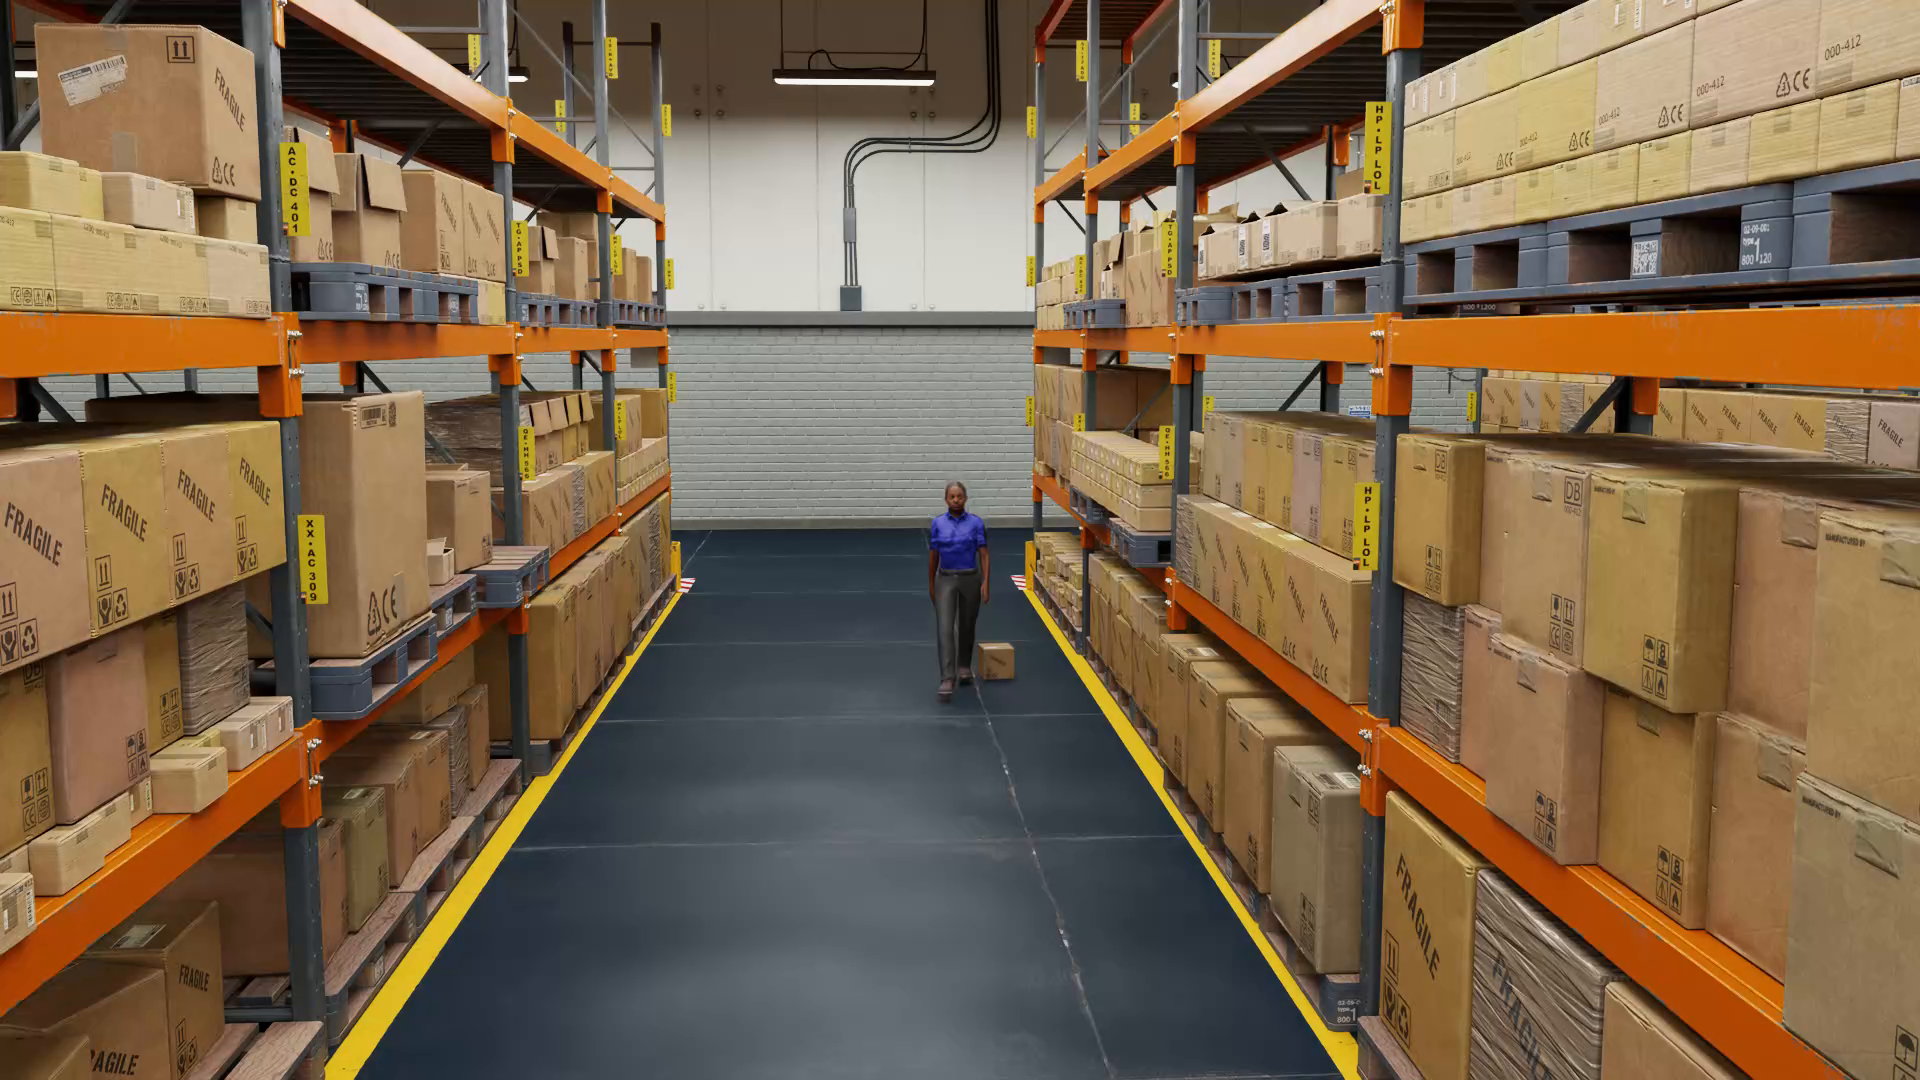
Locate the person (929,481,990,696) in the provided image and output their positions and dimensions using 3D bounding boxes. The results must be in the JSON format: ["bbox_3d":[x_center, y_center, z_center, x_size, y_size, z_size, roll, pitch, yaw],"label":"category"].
[{"bbox_3d":[-0.002,0.347,12.819,0.466,1.590,1.008,0,7,-4],"label":"person"}]
